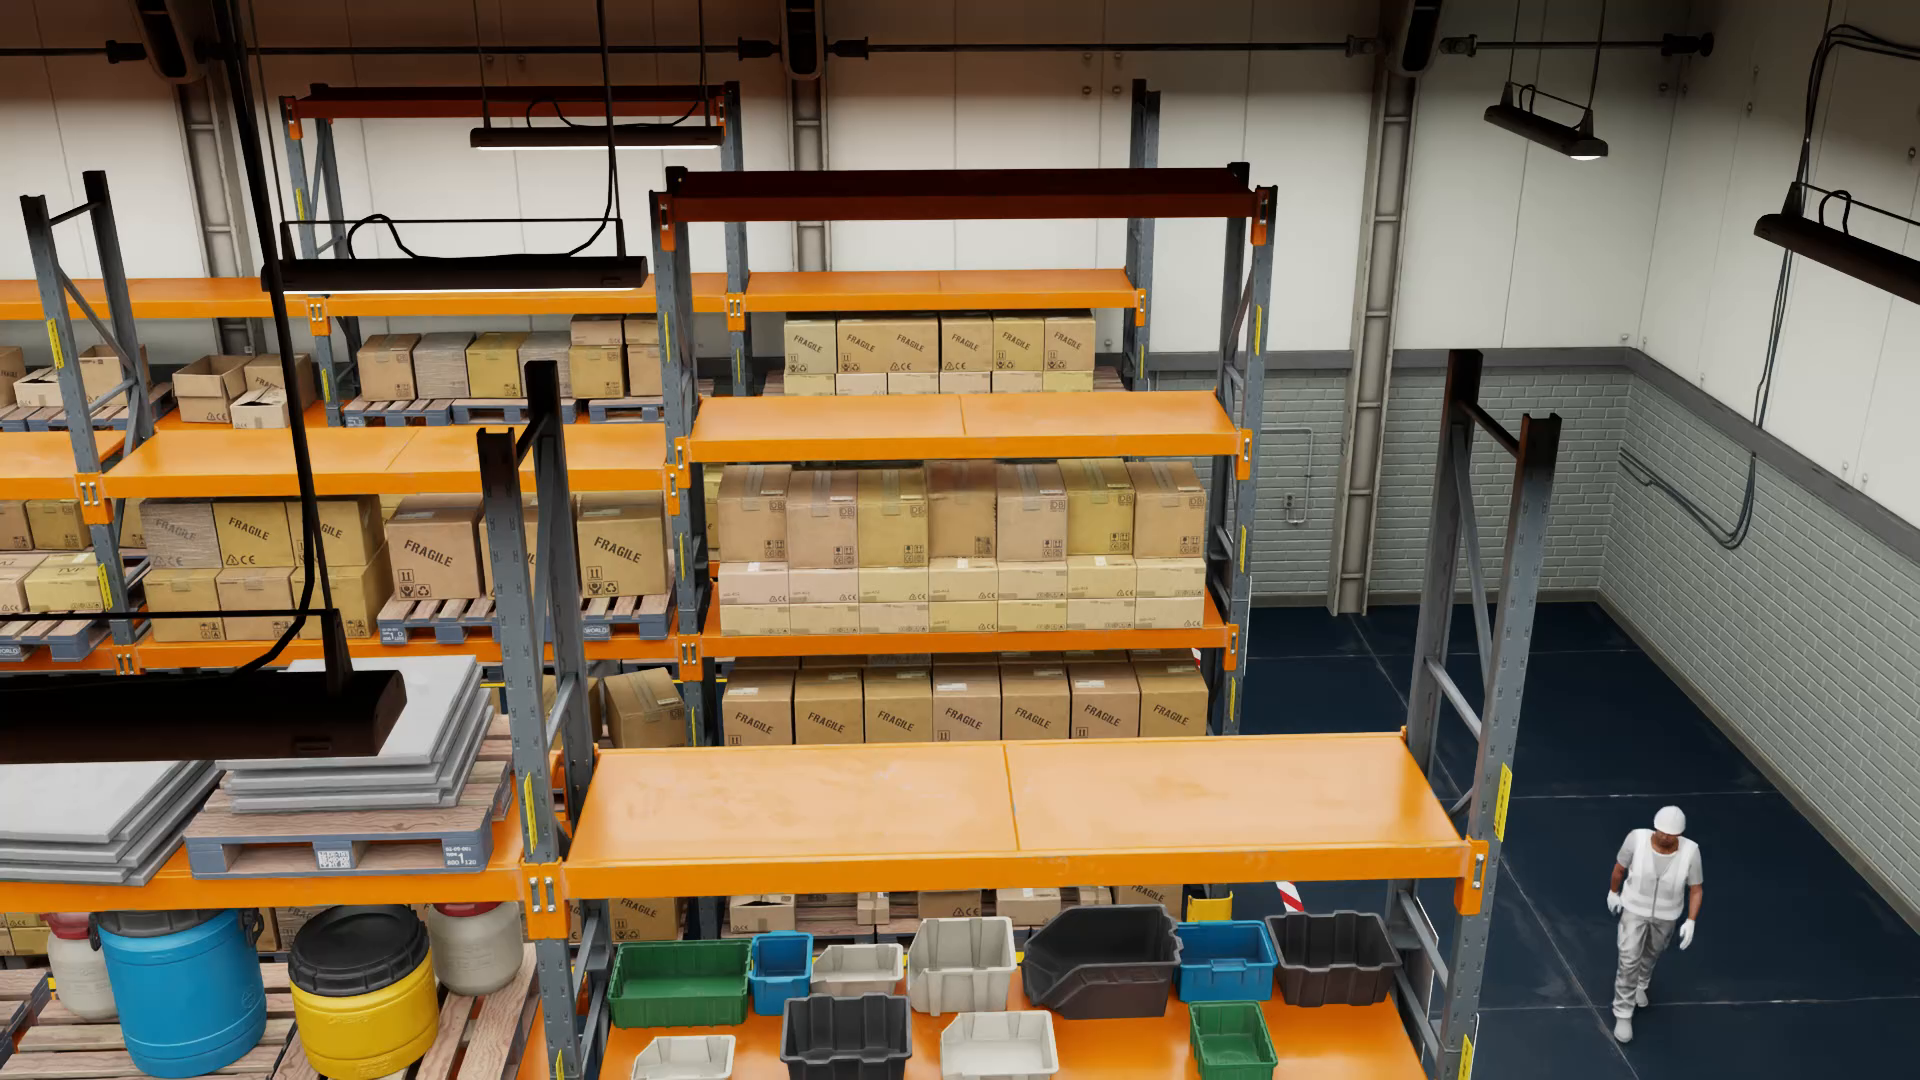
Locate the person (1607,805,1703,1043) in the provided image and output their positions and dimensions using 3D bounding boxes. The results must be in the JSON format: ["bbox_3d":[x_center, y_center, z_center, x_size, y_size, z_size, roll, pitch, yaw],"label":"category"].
[{"bbox_3d":[5.032,2.726,12.078,0.585,1.778,0.738,6,23,14],"label":"person"}]

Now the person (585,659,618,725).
[{"bbox_3d":[-3.399,1.344,15.698,0.471,1.583,0.448,5,23,12],"label":"person"}]
